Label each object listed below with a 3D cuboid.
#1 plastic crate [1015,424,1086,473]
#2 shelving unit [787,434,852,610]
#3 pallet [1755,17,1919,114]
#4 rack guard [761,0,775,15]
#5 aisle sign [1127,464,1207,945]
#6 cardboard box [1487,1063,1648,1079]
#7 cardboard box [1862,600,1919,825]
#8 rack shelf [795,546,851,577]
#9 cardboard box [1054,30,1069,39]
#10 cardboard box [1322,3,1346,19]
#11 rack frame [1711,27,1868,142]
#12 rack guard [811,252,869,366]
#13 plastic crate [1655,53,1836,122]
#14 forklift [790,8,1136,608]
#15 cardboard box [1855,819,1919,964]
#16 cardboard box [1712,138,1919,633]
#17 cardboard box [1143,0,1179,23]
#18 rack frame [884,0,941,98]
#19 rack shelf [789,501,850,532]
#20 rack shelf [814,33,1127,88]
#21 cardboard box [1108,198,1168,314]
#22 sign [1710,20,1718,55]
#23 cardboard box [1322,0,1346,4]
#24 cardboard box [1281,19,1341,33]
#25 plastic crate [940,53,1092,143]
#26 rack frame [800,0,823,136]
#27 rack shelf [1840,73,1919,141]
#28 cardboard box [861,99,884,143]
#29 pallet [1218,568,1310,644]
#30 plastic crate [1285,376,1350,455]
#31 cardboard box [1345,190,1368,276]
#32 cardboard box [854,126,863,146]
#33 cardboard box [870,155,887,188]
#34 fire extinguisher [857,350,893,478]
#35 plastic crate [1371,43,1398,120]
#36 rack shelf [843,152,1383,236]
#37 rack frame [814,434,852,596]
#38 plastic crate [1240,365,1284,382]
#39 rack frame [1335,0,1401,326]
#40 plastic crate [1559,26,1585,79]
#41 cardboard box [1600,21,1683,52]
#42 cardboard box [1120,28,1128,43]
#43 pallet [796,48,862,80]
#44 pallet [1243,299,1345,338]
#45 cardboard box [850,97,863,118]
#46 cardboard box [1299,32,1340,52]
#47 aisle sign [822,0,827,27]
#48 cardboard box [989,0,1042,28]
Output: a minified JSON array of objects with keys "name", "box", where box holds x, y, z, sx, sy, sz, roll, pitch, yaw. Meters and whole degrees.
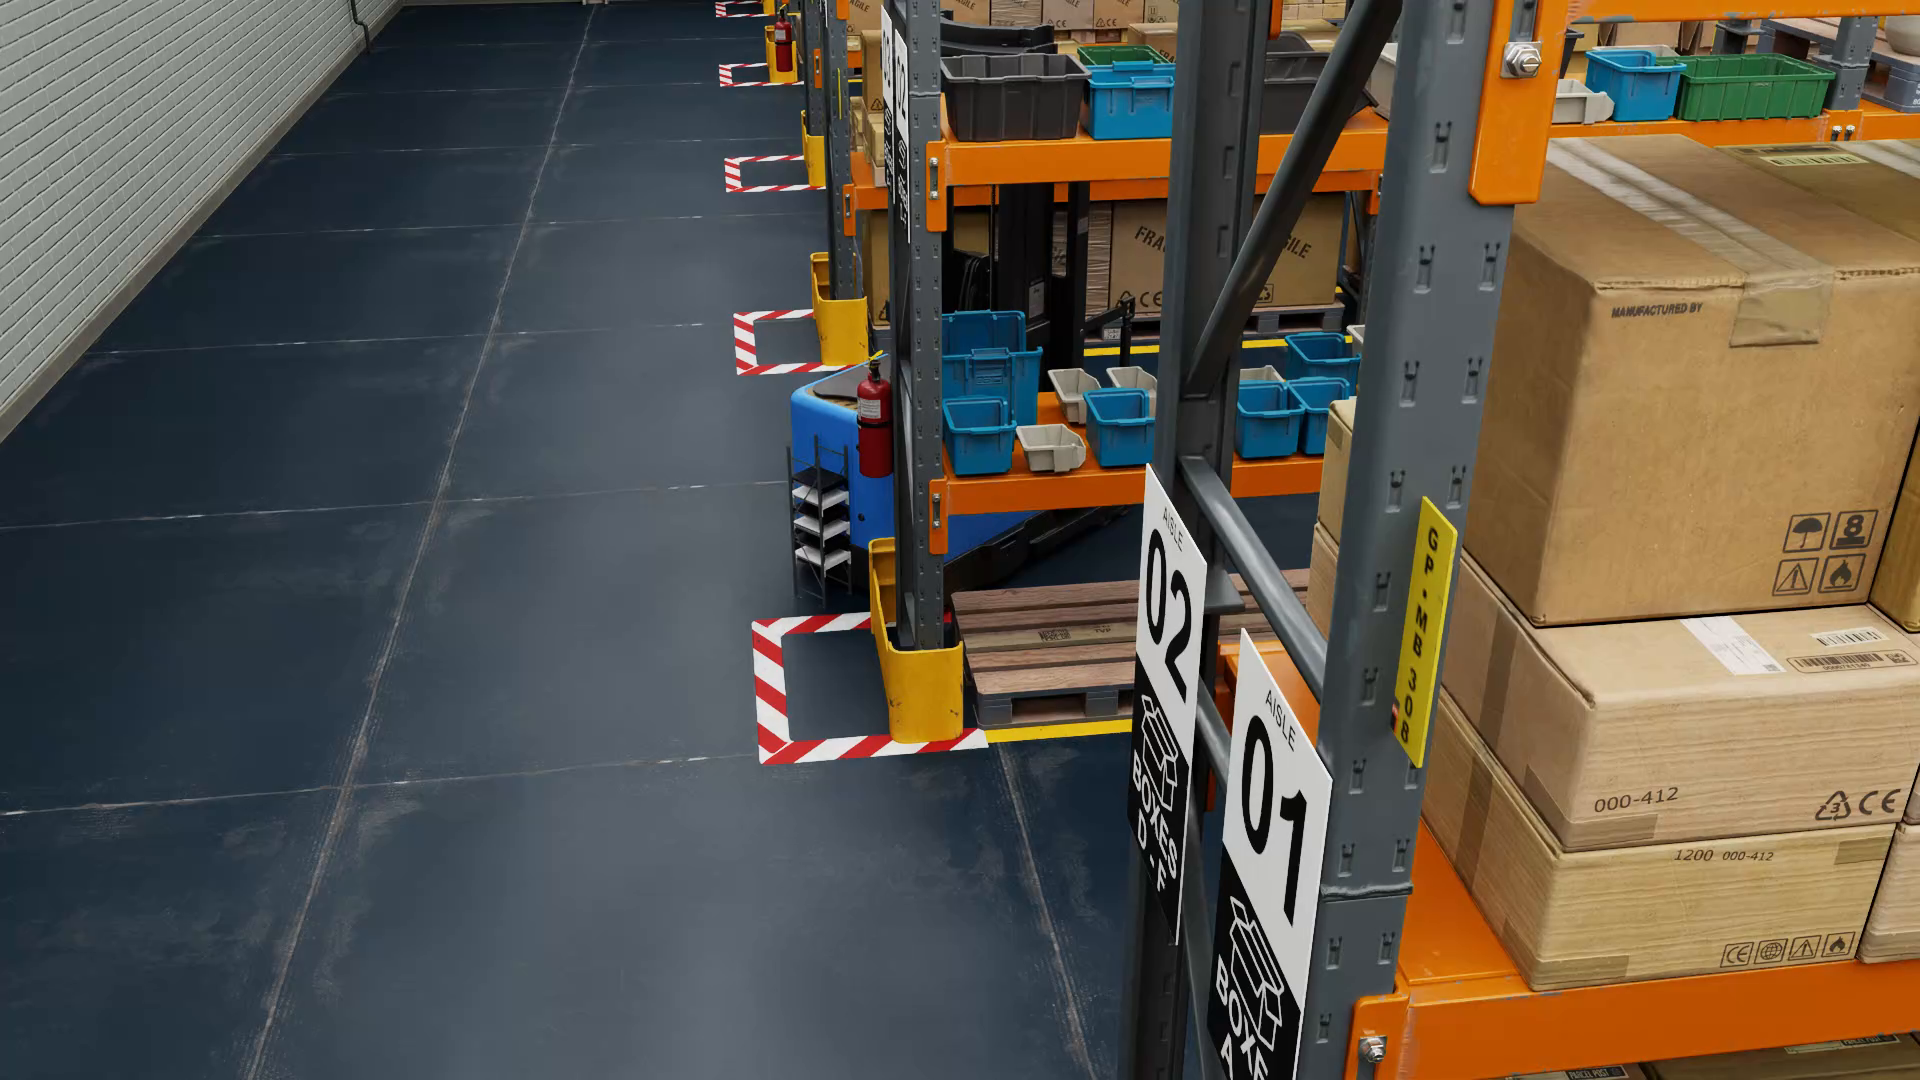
[{"name":"plastic crate","box":[0.412,-0.407,7.482,0.298,0.136,0.250,-4,27,-7]},{"name":"shelving unit","box":[-0.753,-0.095,8.949,0.258,0.900,0.210,21,34,35]},{"name":"pallet","box":[4.516,-2.247,7.765,1.003,0.211,1.213,-4,27,-7]},{"name":"rack guard","box":[-2.898,-8.504,25.775,0.348,0.500,1.175,-4,27,-7]},{"name":"aisle sign","box":[0.368,0.300,3.031,0.004,0.787,0.394,-4,27,-7]},{"name":"cardboard box","box":[0.955,1.193,2.935,0.500,0.500,0.500,-3,27,-6]},{"name":"cardboard box","box":[1.520,0.157,2.488,0.500,0.250,0.500,-4,27,-7]},{"name":"rack shelf","box":[-0.753,0.095,9.046,0.258,0.077,0.200,21,34,35]},{"name":"cardboard box","box":[0.926,-5.071,16.622,0.250,0.149,0.380,-4,27,-8]},{"name":"cardboard box","box":[3.697,-5.332,16.672,0.250,0.149,0.380,-3,27,-7]},{"name":"rack frame","box":[3.753,-0.903,8.223,0.127,3.000,1.000,-4,27,-7]},{"name":"rack guard","box":[-0.922,-1.774,12.659,0.348,0.500,1.175,-4,27,-7]},{"name":"plastic crate","box":[3.376,-1.979,7.268,0.662,0.188,0.450,-4,27,-7]},{"name":"forklift","box":[0.406,-1.521,9.504,1.130,2.935,3.031,21,34,35]},{"name":"cardboard box","box":[1.520,0.380,2.603,0.500,0.250,0.500,-4,27,-7]},{"name":"cardboard box","box":[1.492,-0.266,2.493,0.500,0.500,0.700,-4,27,-7]},{"name":"cardboard box","box":[2.033,-5.409,16.570,0.500,0.500,0.500,-4,27,-7]},{"name":"rack frame","box":[-0.208,-3.317,6.358,0.127,3.000,1.000,-4,27,-7]},{"name":"rack shelf","box":[-0.753,-0.145,8.923,0.258,0.077,0.200,21,34,35]},{"name":"rack shelf","box":[0.492,-4.943,16.886,4.000,0.370,1.077,-4,27,-7]},{"name":"cardboard box","box":[1.507,-2.320,12.854,0.875,0.875,0.875,-4,27,-7]},{"name":"sign","box":[3.679,-2.490,8.022,0.005,0.325,0.100,-4,27,-7]},{"name":"cardboard box","box":[3.696,-5.466,16.606,0.250,0.149,0.380,-5,28,-9]},{"name":"cardboard box","box":[2.553,-3.626,12.548,0.500,0.500,0.500,-4,27,-7]},{"name":"plastic crate","box":[0.212,-1.823,6.875,0.590,0.269,0.497,-4,27,-7]},{"name":"rack frame","box":[-1.489,-5.136,16.474,0.127,3.000,1.000,-4,27,-7]},{"name":"rack shelf","box":[5.734,-2.044,7.951,4.000,0.370,1.077,-4,27,-7]},{"name":"cardboard box","box":[-0.455,-3.104,12.352,0.500,0.250,0.500,-4,27,-8]},{"name":"pallet","box":[1.820,0.481,8.581,1.213,0.211,1.003,-4,27,-7]},{"name":"plastic crate","box":[1.684,-0.570,7.693,0.300,0.233,0.416,-4,27,-7]},{"name":"cardboard box","box":[3.694,-2.433,13.073,0.875,0.875,1.225,-4,27,-7]},{"name":"cardboard box","box":[-0.934,-4.104,16.800,0.250,0.149,0.380,-3,27,-5]},{"name":"cardboard box","box":[-0.500,-2.649,11.902,0.250,0.149,0.380,-3,27,-7]},{"name":"fire extinguisher","box":[-0.420,-0.644,8.212,0.183,0.674,0.296,-4,27,-7]},{"name":"plastic crate","box":[2.030,-1.932,7.073,0.530,0.282,0.437,-4,27,-7]},{"name":"rack shelf","box":[1.083,-2.694,12.504,4.000,0.370,1.077,-4,27,-7]},{"name":"rack frame","box":[-0.687,-0.130,9.018,0.240,0.900,0.006,21,34,35]},{"name":"plastic crate","box":[1.427,-0.759,8.167,0.250,0.136,0.298,-4,27,-7]},{"name":"rack frame","box":[3.063,-3.142,12.587,0.127,3.000,1.000,-4,27,-7]},{"name":"plastic crate","box":[2.485,-2.224,7.656,0.590,0.269,0.497,-4,27,-7]},{"name":"cardboard box","box":[4.989,-3.762,12.588,0.637,0.503,0.797,-3,27,-5]},{"name":"cardboard box","box":[1.709,-5.099,16.677,0.250,0.149,0.380,-3,27,-5]},{"name":"pallet","box":[-1.498,-6.213,21.627,1.213,0.211,1.003,-4,27,-7]},{"name":"pallet","box":[2.299,-1.888,13.198,1.213,0.211,1.003,-4,27,-7]},{"name":"cardboard box","box":[-1.000,-4.467,17.182,0.250,0.149,0.380,-3,27,-7]},{"name":"cardboard box","box":[2.645,-3.391,12.090,0.500,0.500,0.500,-3,27,-6]},{"name":"aisle sign","box":[-0.927,-3.904,11.225,0.004,0.787,0.394,-4,27,-7]},{"name":"cardboard box","box":[0.512,-5.323,16.402,0.500,0.500,0.500,-4,27,-8]}]
